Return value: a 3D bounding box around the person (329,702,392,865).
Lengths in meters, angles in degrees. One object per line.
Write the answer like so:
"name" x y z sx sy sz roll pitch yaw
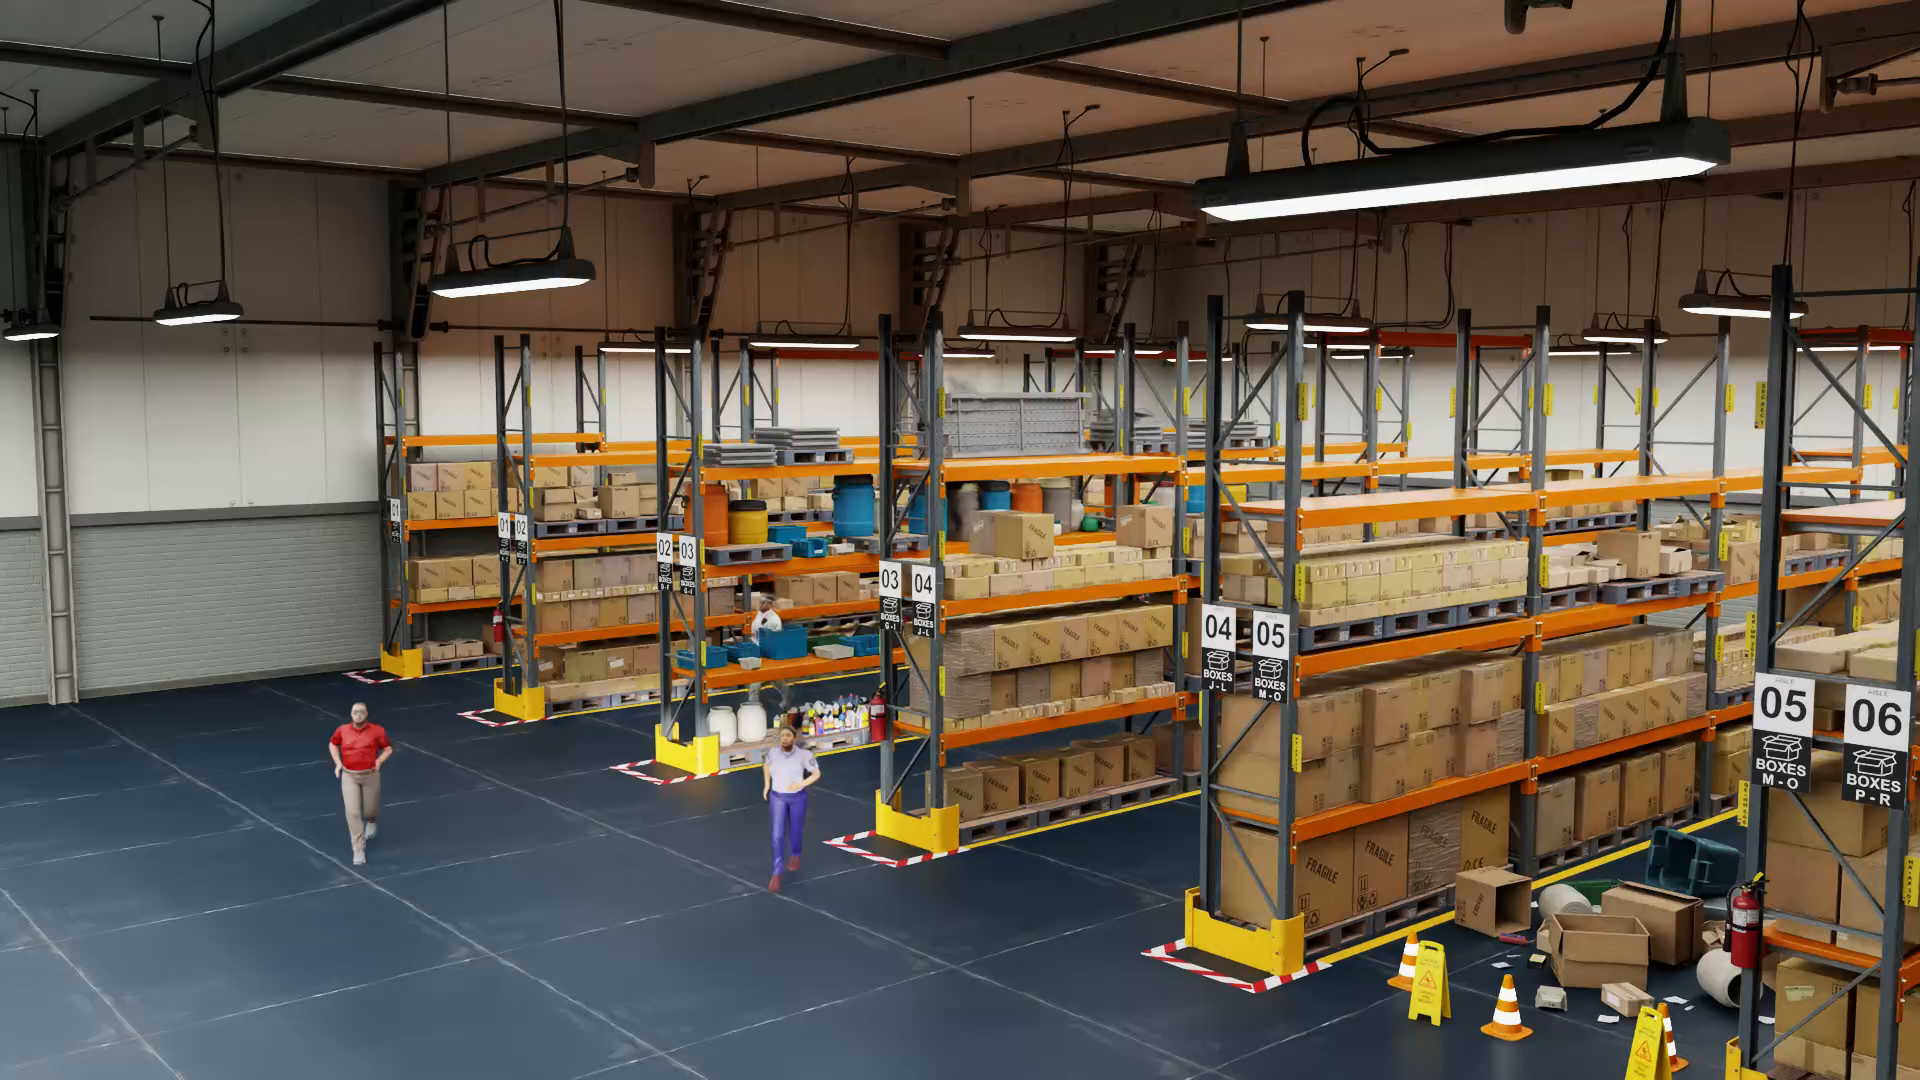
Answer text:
"person" -6.636 2.652 18.427 0.663 1.726 0.902 -2 5 -17

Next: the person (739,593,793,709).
"person" -2.985 1.713 25.401 0.901 1.808 0.672 -5 7 -43

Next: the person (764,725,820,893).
"person" -1.761 2.763 17.425 0.612 1.655 0.871 0 5 0
